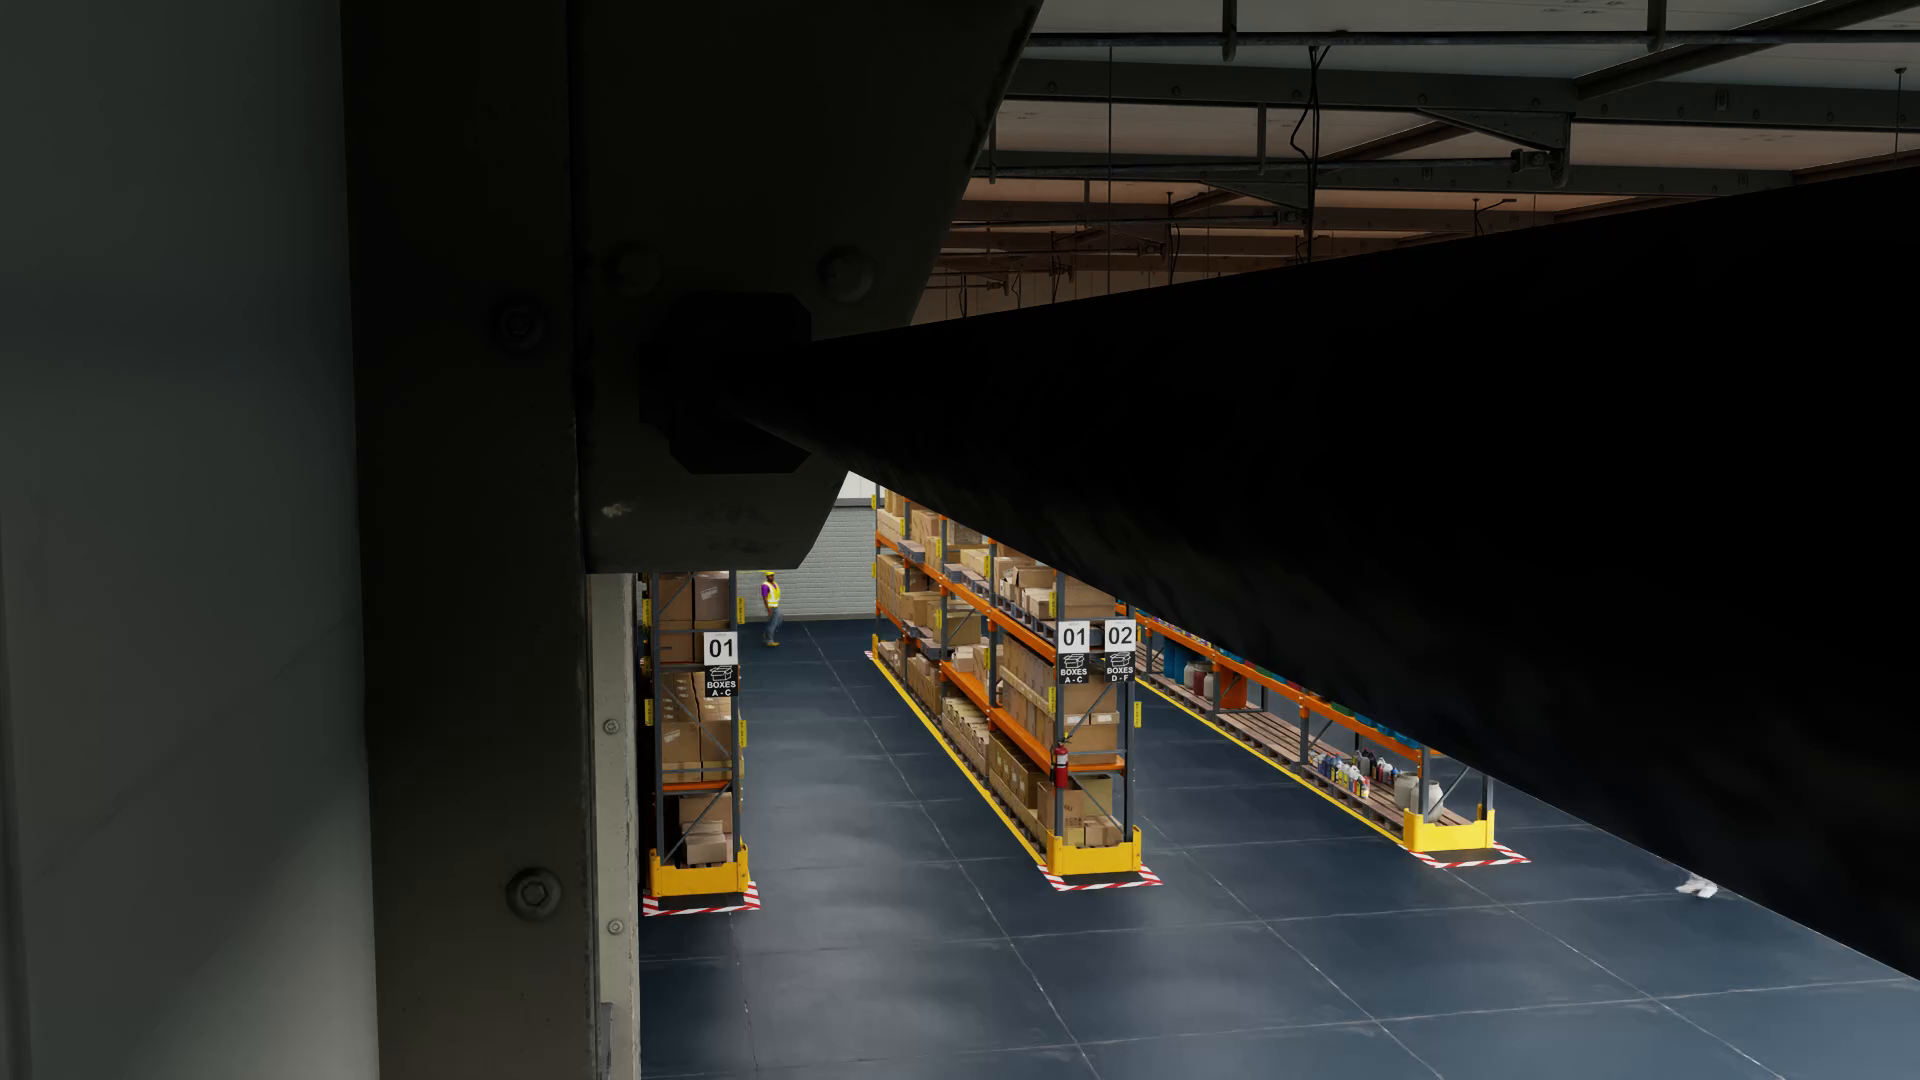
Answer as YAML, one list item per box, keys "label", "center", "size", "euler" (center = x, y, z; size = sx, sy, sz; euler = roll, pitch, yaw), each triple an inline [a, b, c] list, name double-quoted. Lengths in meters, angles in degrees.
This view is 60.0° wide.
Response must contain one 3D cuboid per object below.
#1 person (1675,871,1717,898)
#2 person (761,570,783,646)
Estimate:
- label: "person"
  center: [8.909, 3.388, 20.043]
  size: [0.396, 1.797, 0.637]
  euler: [-3, 6, -24]
- label: "person"
  center: [-4.299, 1.542, 37.966]
  size: [0.479, 1.755, 0.595]
  euler: [0, 6, -2]
